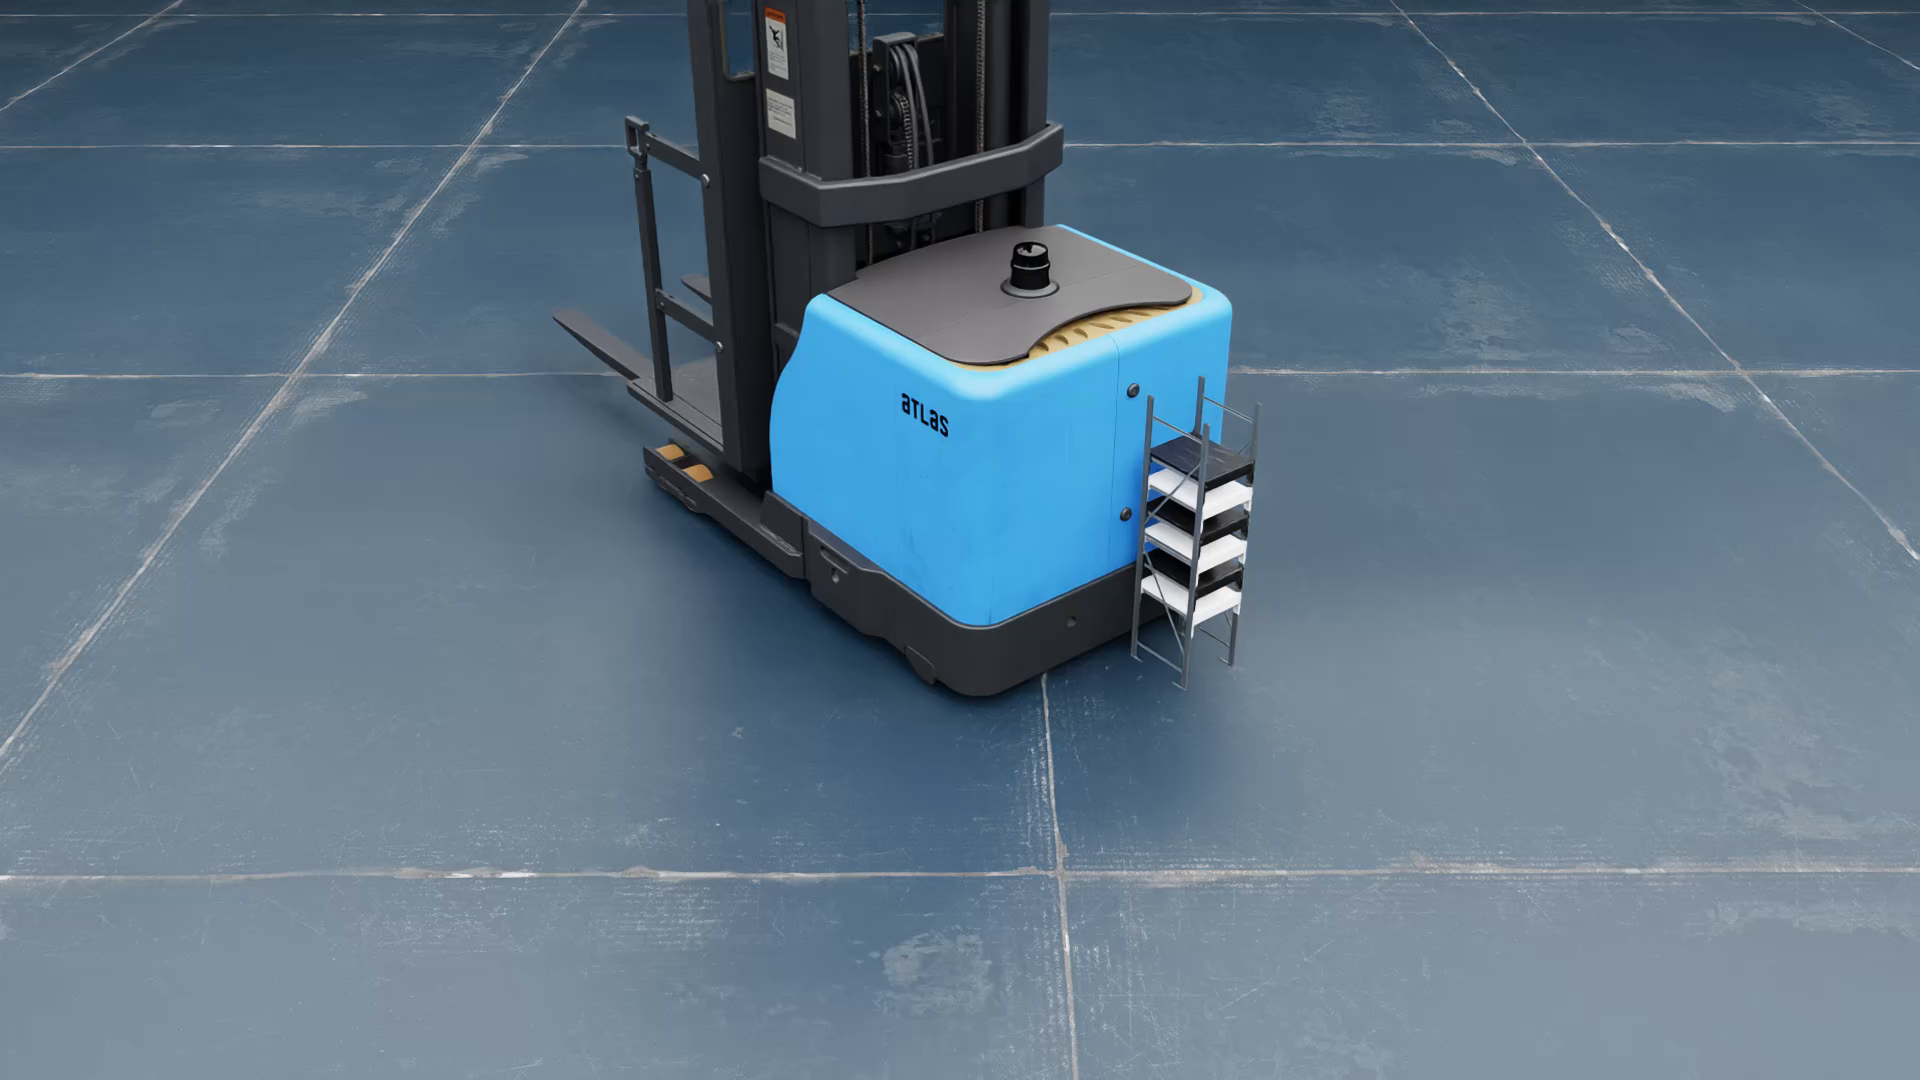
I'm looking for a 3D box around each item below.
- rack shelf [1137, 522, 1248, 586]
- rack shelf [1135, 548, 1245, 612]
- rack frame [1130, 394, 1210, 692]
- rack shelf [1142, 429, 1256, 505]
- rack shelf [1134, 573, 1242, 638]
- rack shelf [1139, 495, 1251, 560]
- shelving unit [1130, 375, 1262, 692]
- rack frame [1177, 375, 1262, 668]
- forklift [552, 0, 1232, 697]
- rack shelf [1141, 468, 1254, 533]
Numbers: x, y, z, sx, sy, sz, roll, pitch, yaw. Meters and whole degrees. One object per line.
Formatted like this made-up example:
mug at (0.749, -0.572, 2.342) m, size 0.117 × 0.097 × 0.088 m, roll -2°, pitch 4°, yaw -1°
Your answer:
rack shelf at (0.685, 0.019, 4.915) m, size 0.200 × 0.077 × 0.258 m, roll -22°, pitch 38°, yaw -32°
rack shelf at (0.685, 0.096, 4.962) m, size 0.200 × 0.077 × 0.258 m, roll -22°, pitch 38°, yaw -32°
rack frame at (0.605, 0.023, 4.844) m, size 0.006 × 0.900 × 0.240 m, roll -22°, pitch 38°, yaw -32°
rack shelf at (0.685, -0.212, 4.774) m, size 0.200 × 0.077 × 0.258 m, roll -22°, pitch 38°, yaw -32°
rack shelf at (0.685, 0.173, 5.009) m, size 0.200 × 0.077 × 0.258 m, roll -22°, pitch 38°, yaw -32°
rack shelf at (0.685, -0.058, 4.868) m, size 0.200 × 0.077 × 0.258 m, roll -22°, pitch 38°, yaw -32°
shelving unit at (0.685, -0.010, 4.898) m, size 0.210 × 0.900 × 0.258 m, roll -22°, pitch 38°, yaw -32°
rack frame at (0.765, -0.042, 4.951) m, size 0.006 × 0.900 × 0.240 m, roll -22°, pitch 38°, yaw -32°
forklift at (-0.489, -1.496, 5.390) m, size 1.130 × 2.935 × 3.031 m, roll -22°, pitch 38°, yaw -32°
rack shelf at (0.685, -0.135, 4.821) m, size 0.200 × 0.077 × 0.258 m, roll -22°, pitch 38°, yaw -32°
